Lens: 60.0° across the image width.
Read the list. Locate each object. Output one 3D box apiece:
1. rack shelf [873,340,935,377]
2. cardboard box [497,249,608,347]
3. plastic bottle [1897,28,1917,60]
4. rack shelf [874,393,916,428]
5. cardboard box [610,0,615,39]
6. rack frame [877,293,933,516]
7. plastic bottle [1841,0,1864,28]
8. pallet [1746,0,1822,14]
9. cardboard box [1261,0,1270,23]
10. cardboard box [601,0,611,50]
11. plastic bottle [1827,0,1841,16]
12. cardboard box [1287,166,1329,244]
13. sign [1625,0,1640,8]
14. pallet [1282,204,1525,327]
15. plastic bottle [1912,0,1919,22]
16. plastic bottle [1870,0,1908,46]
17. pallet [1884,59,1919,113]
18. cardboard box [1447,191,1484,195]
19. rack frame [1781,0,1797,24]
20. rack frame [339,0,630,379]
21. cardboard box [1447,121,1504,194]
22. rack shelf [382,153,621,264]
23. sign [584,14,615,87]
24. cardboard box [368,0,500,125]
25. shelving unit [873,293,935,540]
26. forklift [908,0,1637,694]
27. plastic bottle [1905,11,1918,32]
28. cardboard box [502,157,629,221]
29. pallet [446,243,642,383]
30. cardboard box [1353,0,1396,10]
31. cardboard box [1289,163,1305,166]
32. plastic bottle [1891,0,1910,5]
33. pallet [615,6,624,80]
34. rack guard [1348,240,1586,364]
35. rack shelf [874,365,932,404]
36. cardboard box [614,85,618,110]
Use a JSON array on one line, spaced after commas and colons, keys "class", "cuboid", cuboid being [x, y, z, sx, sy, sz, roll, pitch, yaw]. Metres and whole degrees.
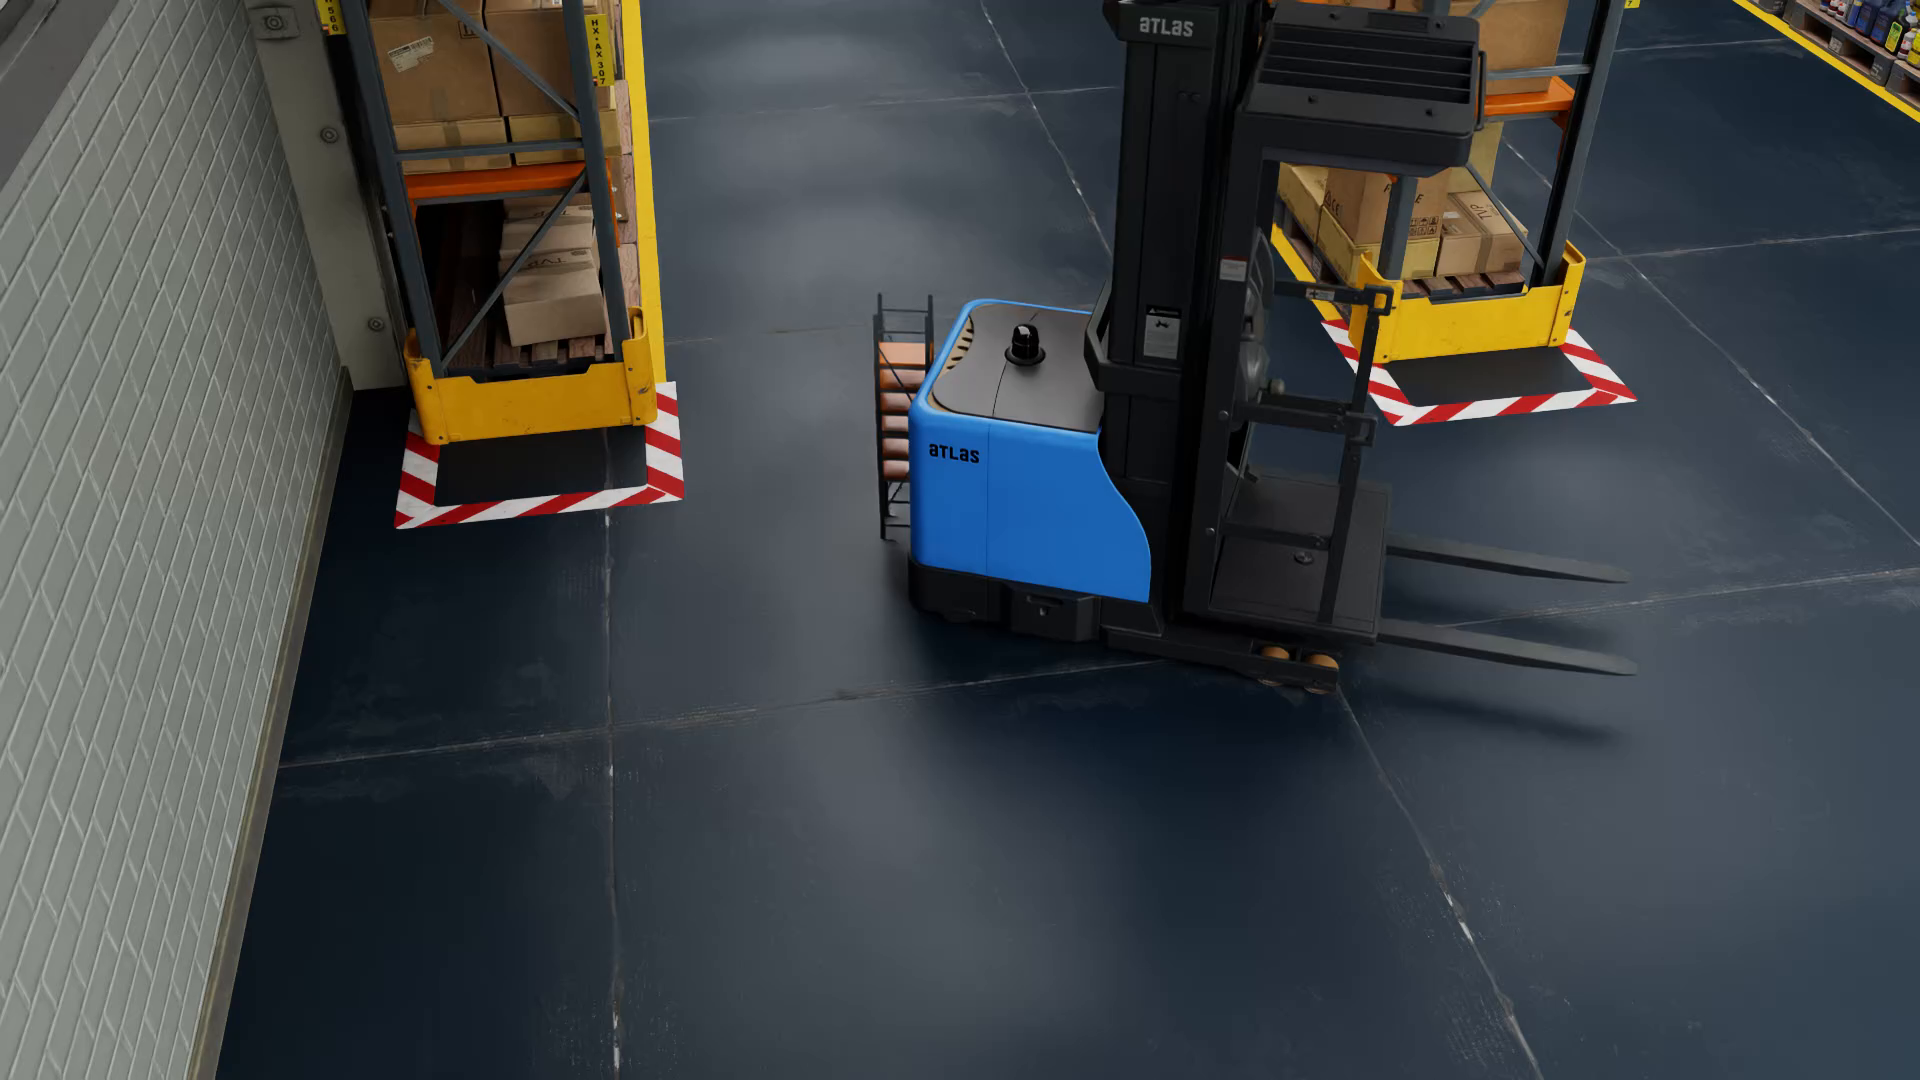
[{"class": "rack shelf", "cuboid": [-0.242, -0.778, 7.259, 0.258, 0.103, 0.180, 2, 38, 3]}, {"class": "cardboard box", "cuboid": [-2.173, -1.316, 8.833, 0.500, 0.311, 0.500, -10, 39, -13]}, {"class": "plastic bottle", "cuboid": [6.704, -3.508, 11.742, 0.097, 0.201, 0.097, 0, 38, 0]}, {"class": "rack shelf", "cuboid": [-0.242, -0.589, 7.407, 0.258, 0.103, 0.180, 2, 38, 3]}, {"class": "cardboard box", "cuboid": [-2.188, -2.981, 9.247, 0.500, 0.250, 0.500, -6, 38, -8]}, {"class": "rack frame", "cuboid": [-0.237, -0.585, 7.525, 0.240, 1.200, 0.006, 2, 38, 3]}, {"class": "plastic bottle", "cuboid": [6.620, -3.925, 12.218, 0.152, 0.276, 0.135, -5, 38, -6]}, {"class": "pallet", "cuboid": [6.736, -4.628, 13.534, 1.003, 0.211, 1.213, -6, 38, -8]}, {"class": "cardboard box", "cuboid": [1.983, -3.186, 10.694, 0.500, 0.500, 0.500, -6, 38, -8]}, {"class": "cardboard box", "cuboid": [-2.005, -2.642, 8.201, 0.500, 0.500, 0.500, -6, 38, -8]}, {"class": "plastic bottle", "cuboid": [6.554, -4.026, 12.410, 0.097, 0.201, 0.097, 0, 38, 0]}, {"class": "cardboard box", "cuboid": [2.251, -1.985, 9.759, 0.500, 0.250, 0.500, -6, 38, -8]}, {"class": "sign", "cuboid": [3.283, -2.741, 8.063, 0.100, 0.325, 0.005, -6, 38, -8]}, {"class": "pallet", "cuboid": [2.561, -1.668, 9.725, 1.003, 0.211, 1.213, -6, 38, -8]}, {"class": "plastic bottle", "cuboid": [7.167, -4.013, 12.271, 0.144, 0.351, 0.185, -6, 38, -8]}, {"class": "plastic bottle", "cuboid": [6.678, -3.740, 11.920, 0.144, 0.351, 0.185, -8, 39, -10]}, {"class": "pallet", "cuboid": [7.206, -3.009, 11.451, 1.003, 0.211, 1.213, -6, 38, -8]}, {"class": "cardboard box", "cuboid": [2.770, -2.041, 9.832, 0.500, 0.250, 0.500, -6, 38, -8]}, {"class": "rack frame", "cuboid": [6.912, -5.259, 12.074, 1.000, 3.000, 0.127, -6, 38, -8]}, {"class": "rack frame", "cuboid": [-2.141, -1.777, 7.592, 1.000, 3.000, 0.127, -6, 38, -8]}, {"class": "cardboard box", "cuboid": [2.771, -2.338, 9.602, 0.500, 0.500, 0.500, -6, 38, -8]}, {"class": "rack shelf", "cuboid": [-2.491, -2.701, 9.368, 1.077, 0.370, 4.000, -6, 38, -8]}, {"class": "sign", "cuboid": [-1.606, -2.177, 7.402, 0.100, 0.325, 0.005, -6, 38, -8]}, {"class": "cardboard box", "cuboid": [-2.432, -2.284, 7.739, 0.500, 0.500, 0.500, -7, 38, -8]}, {"class": "shelving unit", "cuboid": [-0.242, -0.529, 7.453, 0.258, 1.200, 0.189, 2, 38, 3]}, {"class": "forklift", "cuboid": [1.350, -0.880, 6.494, 3.031, 2.935, 1.130, 9, 39, 12]}, {"class": "plastic bottle", "cuboid": [6.741, -3.624, 11.835, 0.097, 0.271, 0.097, 0, 38, 0]}, {"class": "cardboard box", "cuboid": [-2.353, -2.184, 9.795, 0.700, 0.500, 0.500, -9, 39, -11]}, {"class": "pallet", "cuboid": [-2.261, -1.216, 9.143, 1.003, 0.211, 1.213, -6, 38, -8]}, {"class": "cardboard box", "cuboid": [2.570, -2.952, 9.023, 0.700, 0.500, 0.500, -5, 38, -7]}, {"class": "cardboard box", "cuboid": [2.159, -2.582, 9.917, 0.500, 0.500, 0.500, -6, 38, -8]}, {"class": "plastic bottle", "cuboid": [6.787, -3.870, 12.086, 0.144, 0.351, 0.185, -6, 38, -8]}, {"class": "pallet", "cuboid": [-2.980, -3.562, 12.163, 1.003, 0.211, 1.213, -6, 38, -8]}, {"class": "rack guard", "cuboid": [2.740, -1.310, 9.029, 1.175, 0.500, 0.348, -6, 38, -8]}, {"class": "rack shelf", "cuboid": [-0.242, -0.683, 7.333, 0.258, 0.103, 0.180, 2, 38, 3]}, {"class": "cardboard box", "cuboid": [-2.019, -2.367, 8.457, 0.500, 0.250, 0.500, -7, 38, -9]}]
